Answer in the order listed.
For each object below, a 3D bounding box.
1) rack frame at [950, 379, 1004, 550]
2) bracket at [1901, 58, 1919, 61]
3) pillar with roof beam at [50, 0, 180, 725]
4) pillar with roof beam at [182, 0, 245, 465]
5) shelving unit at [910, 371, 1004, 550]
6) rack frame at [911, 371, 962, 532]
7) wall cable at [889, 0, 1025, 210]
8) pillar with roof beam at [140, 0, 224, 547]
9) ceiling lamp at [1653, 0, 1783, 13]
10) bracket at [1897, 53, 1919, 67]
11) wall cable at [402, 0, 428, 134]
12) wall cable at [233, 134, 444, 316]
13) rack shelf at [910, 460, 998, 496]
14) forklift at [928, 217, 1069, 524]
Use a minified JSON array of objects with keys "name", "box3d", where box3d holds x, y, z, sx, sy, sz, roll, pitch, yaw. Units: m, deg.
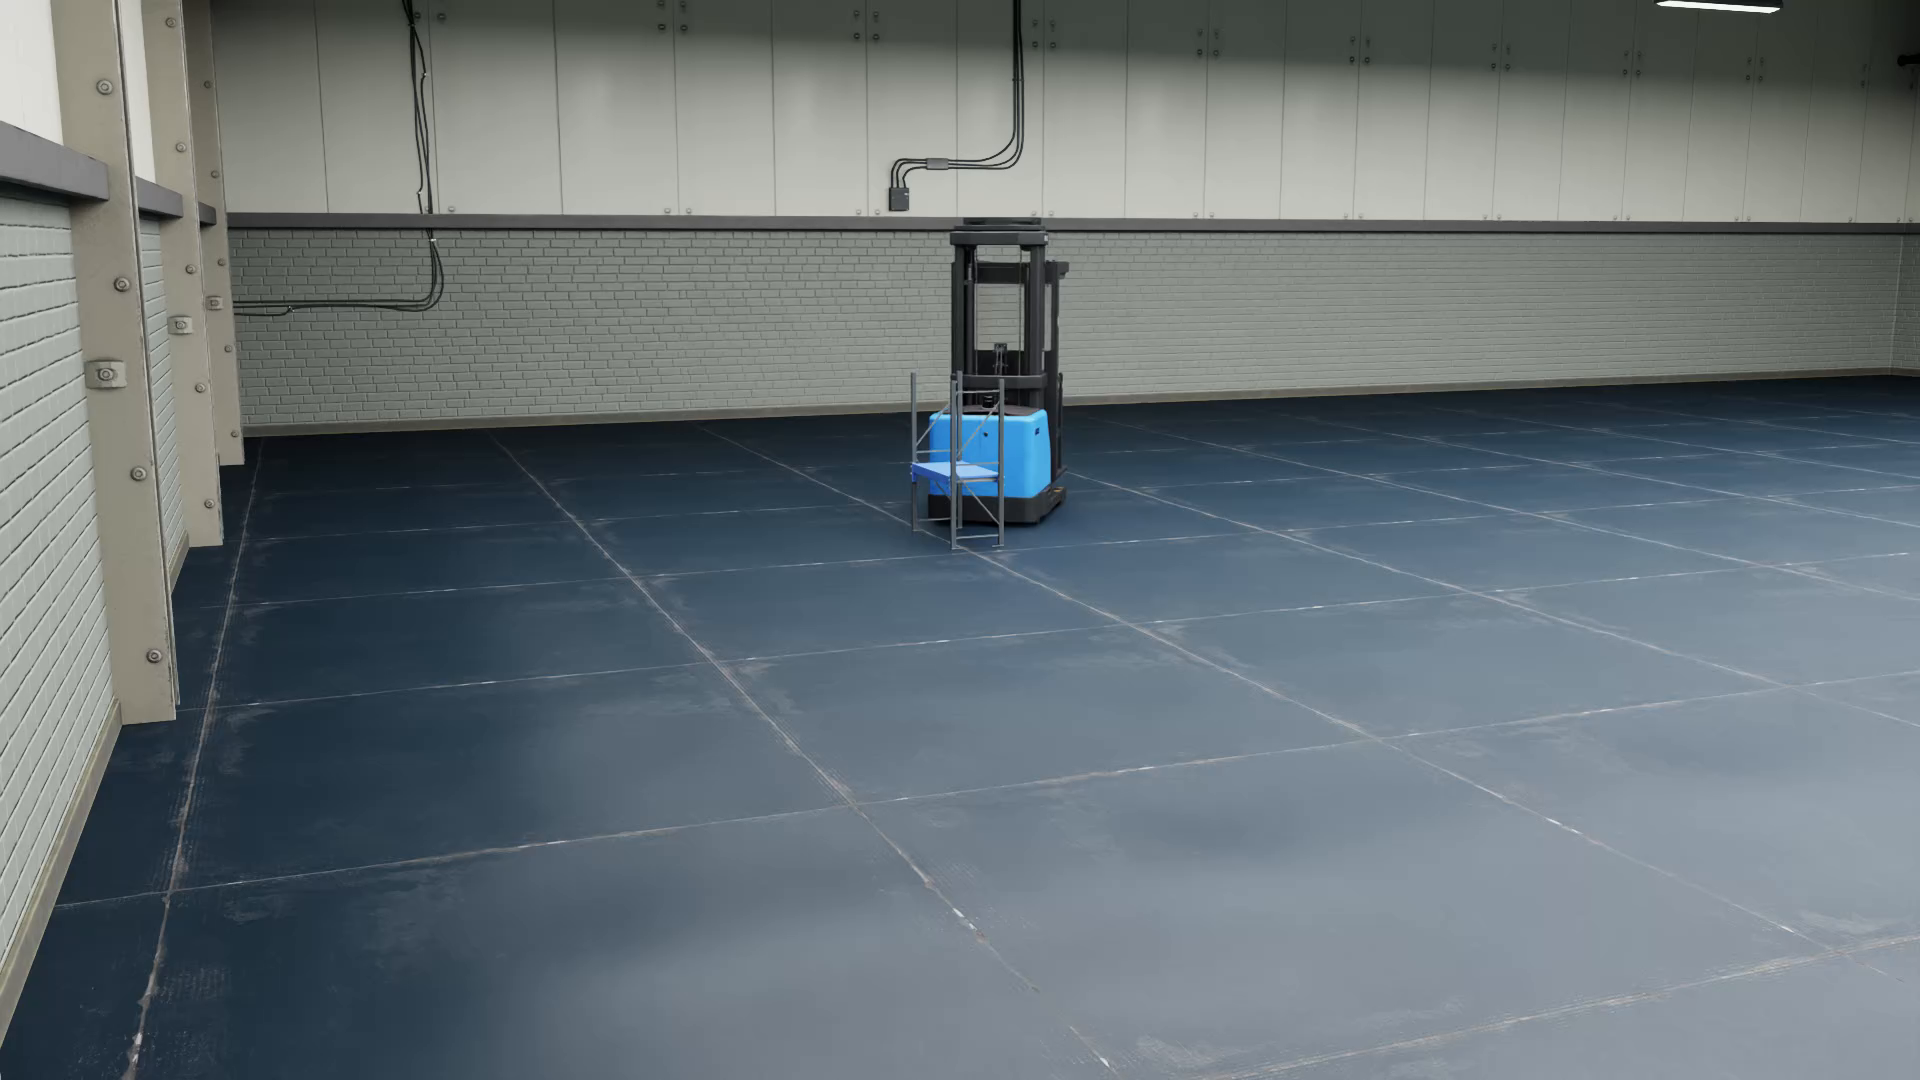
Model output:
[{"name":"rack frame","box3d":[0.152,-0.666,14.714,0.500,1.500,0.032,-4,11,-21]},{"name":"bracket","box3d":[19.193,-9.493,32.644,0.076,0.066,3.189,-4,11,-21]},{"name":"pillar with roof beam","box3d":[-0.679,-3.700,10.358,9.100,9.000,0.400,-4,11,-21]},{"name":"pillar with roof beam","box3d":[-5.028,-5.659,21.370,9.100,9.000,0.400,-4,11,-21]},{"name":"shelving unit","box3d":[-0.034,-0.749,15.179,0.538,1.500,1.048,-4,11,-21]},{"name":"rack frame","box3d":[-0.220,-0.832,15.645,0.500,1.500,0.032,-4,11,-21]},{"name":"wall cable","box3d":[-0.021,-8.225,26.084,2.305,6.003,0.169,-4,11,-21]},{"name":"pillar with roof beam","box3d":[-2.854,-4.680,15.864,9.100,9.000,0.400,-4,11,-21]},{"name":"ceiling lamp","box3d":[10.254,-8.848,22.627,2.000,3.185,0.800,-4,11,-21]},{"name":"bracket","box3d":[18.979,-9.589,33.186,0.235,0.232,0.430,-4,11,-21]},{"name":"wall cable","box3d":[-6.354,-7.080,23.804,3.097,2.526,0.112,-4,11,-21]},{"name":"wall cable","box3d":[-8.875,-4.422,23.281,3.097,2.526,0.112,-4,11,-21]},{"name":"rack shelf","box3d":[-0.034,-0.572,15.211,0.538,0.185,1.000,-4,11,-21]},{"name":"forklift","box3d":[0.505,-1.810,17.057,1.130,2.935,3.031,2,10,12]}]
